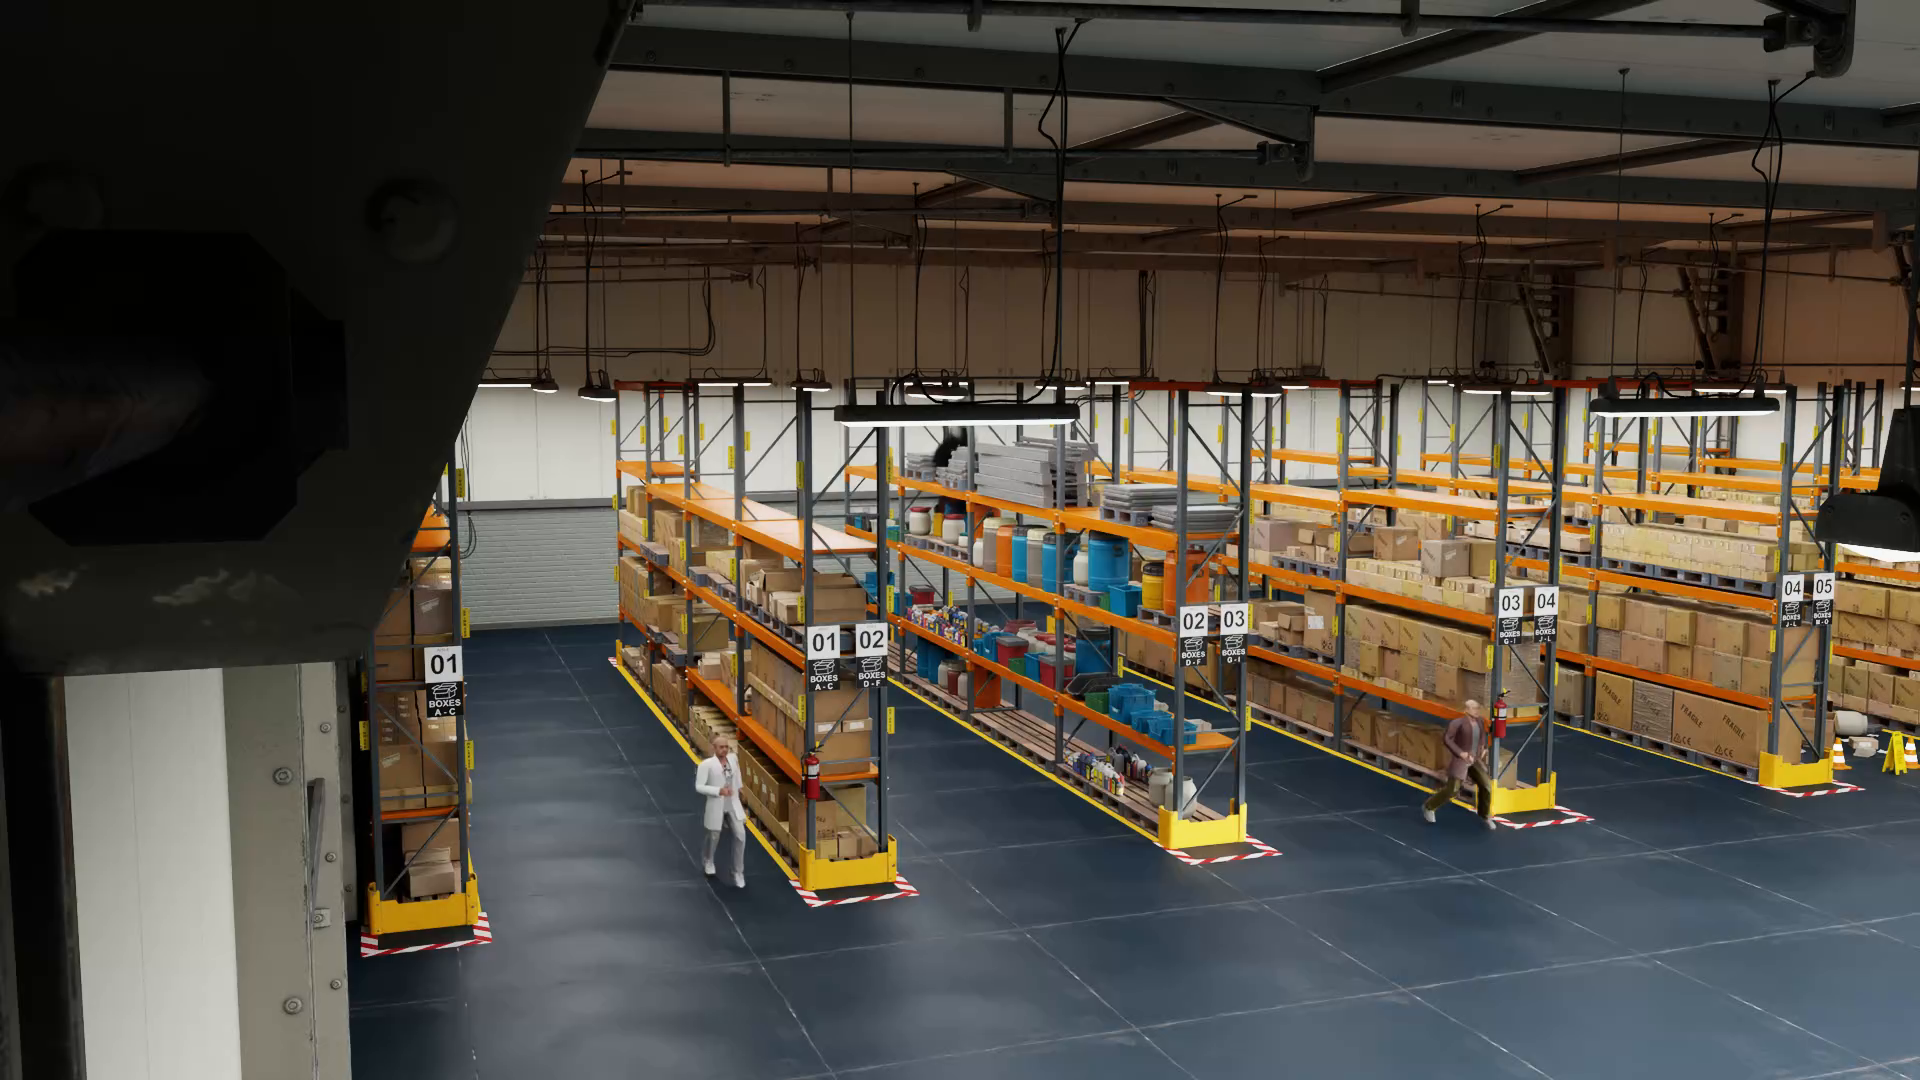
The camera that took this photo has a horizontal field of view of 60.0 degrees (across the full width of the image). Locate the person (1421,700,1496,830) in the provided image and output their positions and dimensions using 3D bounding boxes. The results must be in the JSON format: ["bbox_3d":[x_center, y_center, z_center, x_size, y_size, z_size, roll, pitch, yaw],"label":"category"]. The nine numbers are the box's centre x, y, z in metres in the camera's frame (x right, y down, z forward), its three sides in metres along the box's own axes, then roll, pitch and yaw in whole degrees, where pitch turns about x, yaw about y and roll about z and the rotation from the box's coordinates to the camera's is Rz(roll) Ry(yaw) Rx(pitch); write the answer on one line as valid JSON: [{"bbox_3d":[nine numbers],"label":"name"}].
[{"bbox_3d":[6.908,3.067,22.841,0.937,1.778,0.832,-3,7,-30],"label":"person"}]

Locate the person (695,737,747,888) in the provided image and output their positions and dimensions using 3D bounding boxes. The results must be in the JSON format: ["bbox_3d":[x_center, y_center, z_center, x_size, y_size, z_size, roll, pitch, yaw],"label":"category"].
[{"bbox_3d":[-2.949,3.298,20.368,0.709,1.843,0.855,-4,7,-33],"label":"person"}]
